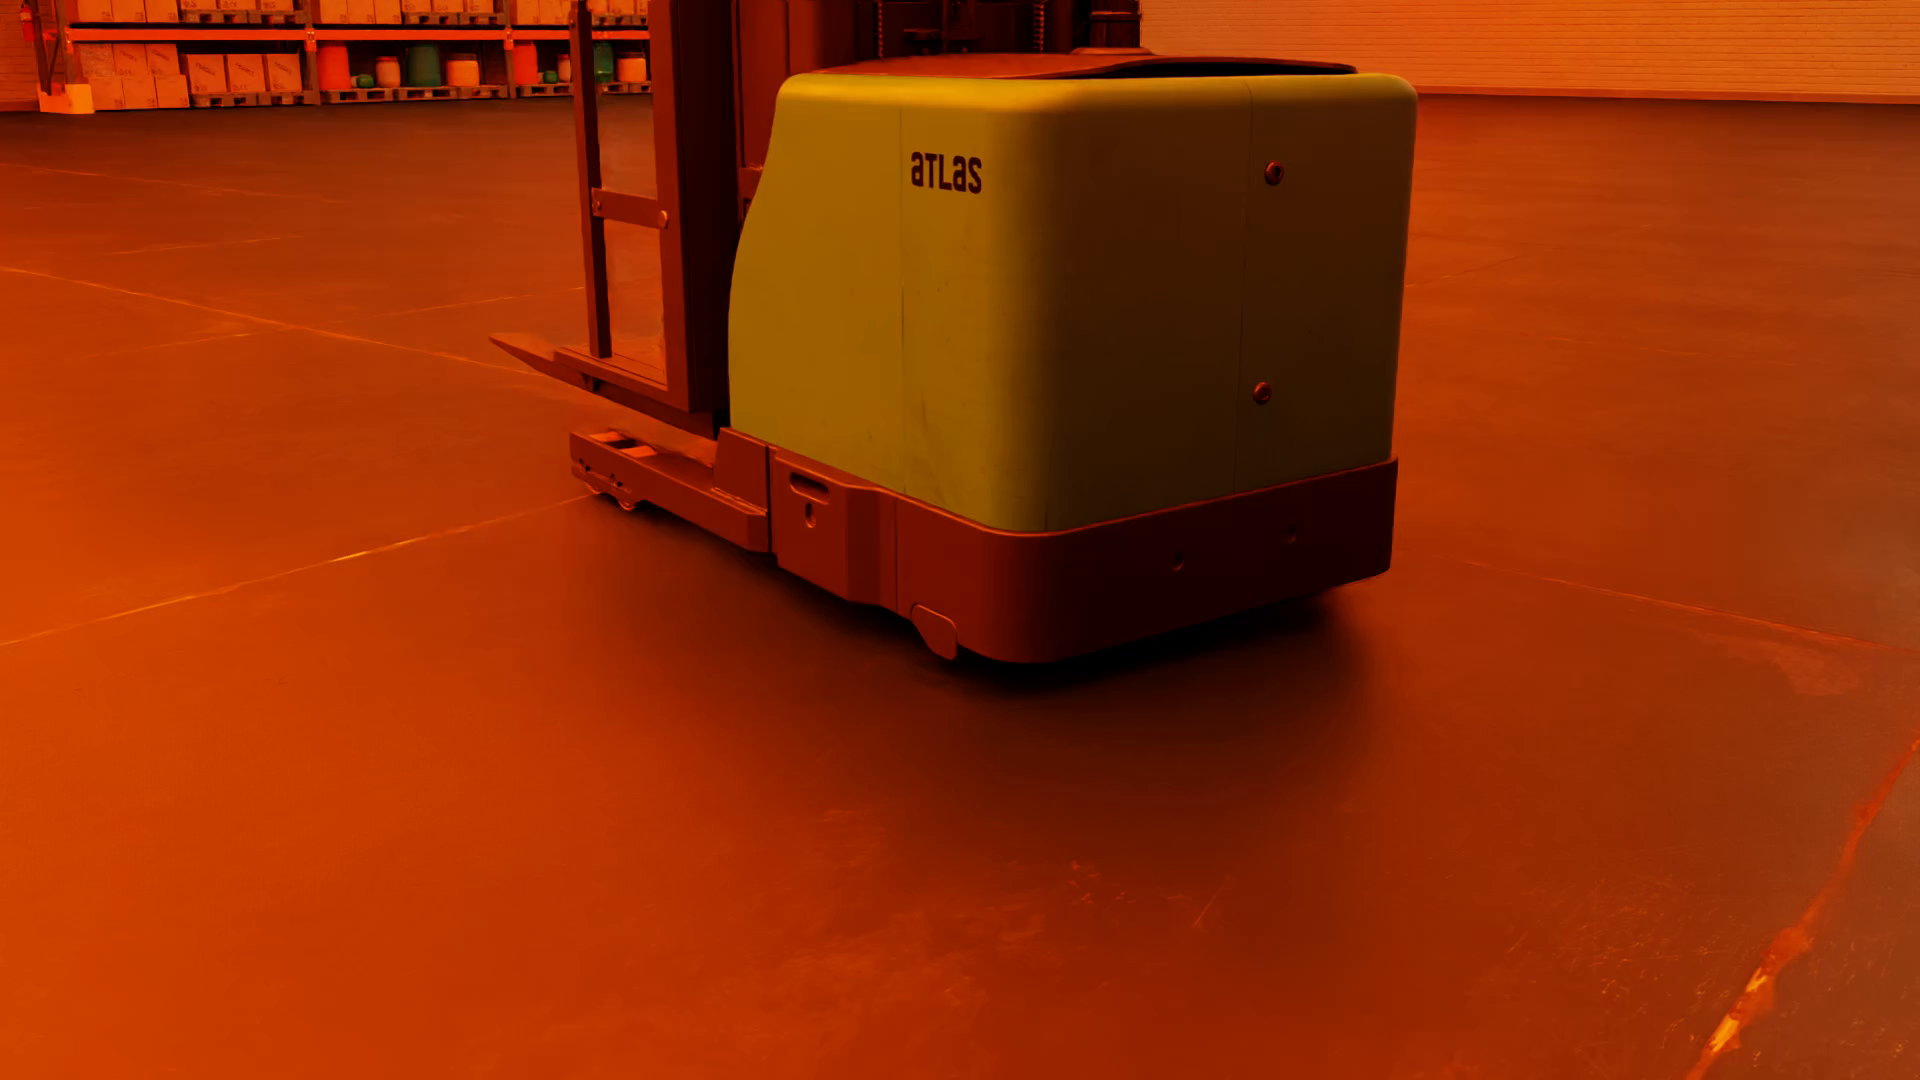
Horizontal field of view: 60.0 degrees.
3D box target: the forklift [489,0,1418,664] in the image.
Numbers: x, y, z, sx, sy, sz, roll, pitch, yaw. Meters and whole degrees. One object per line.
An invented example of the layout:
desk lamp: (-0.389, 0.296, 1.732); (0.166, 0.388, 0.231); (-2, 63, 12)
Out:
forklift: (-0.358, -1.546, 3.989); (1.130, 2.935, 3.031); (-12, 21, -34)
